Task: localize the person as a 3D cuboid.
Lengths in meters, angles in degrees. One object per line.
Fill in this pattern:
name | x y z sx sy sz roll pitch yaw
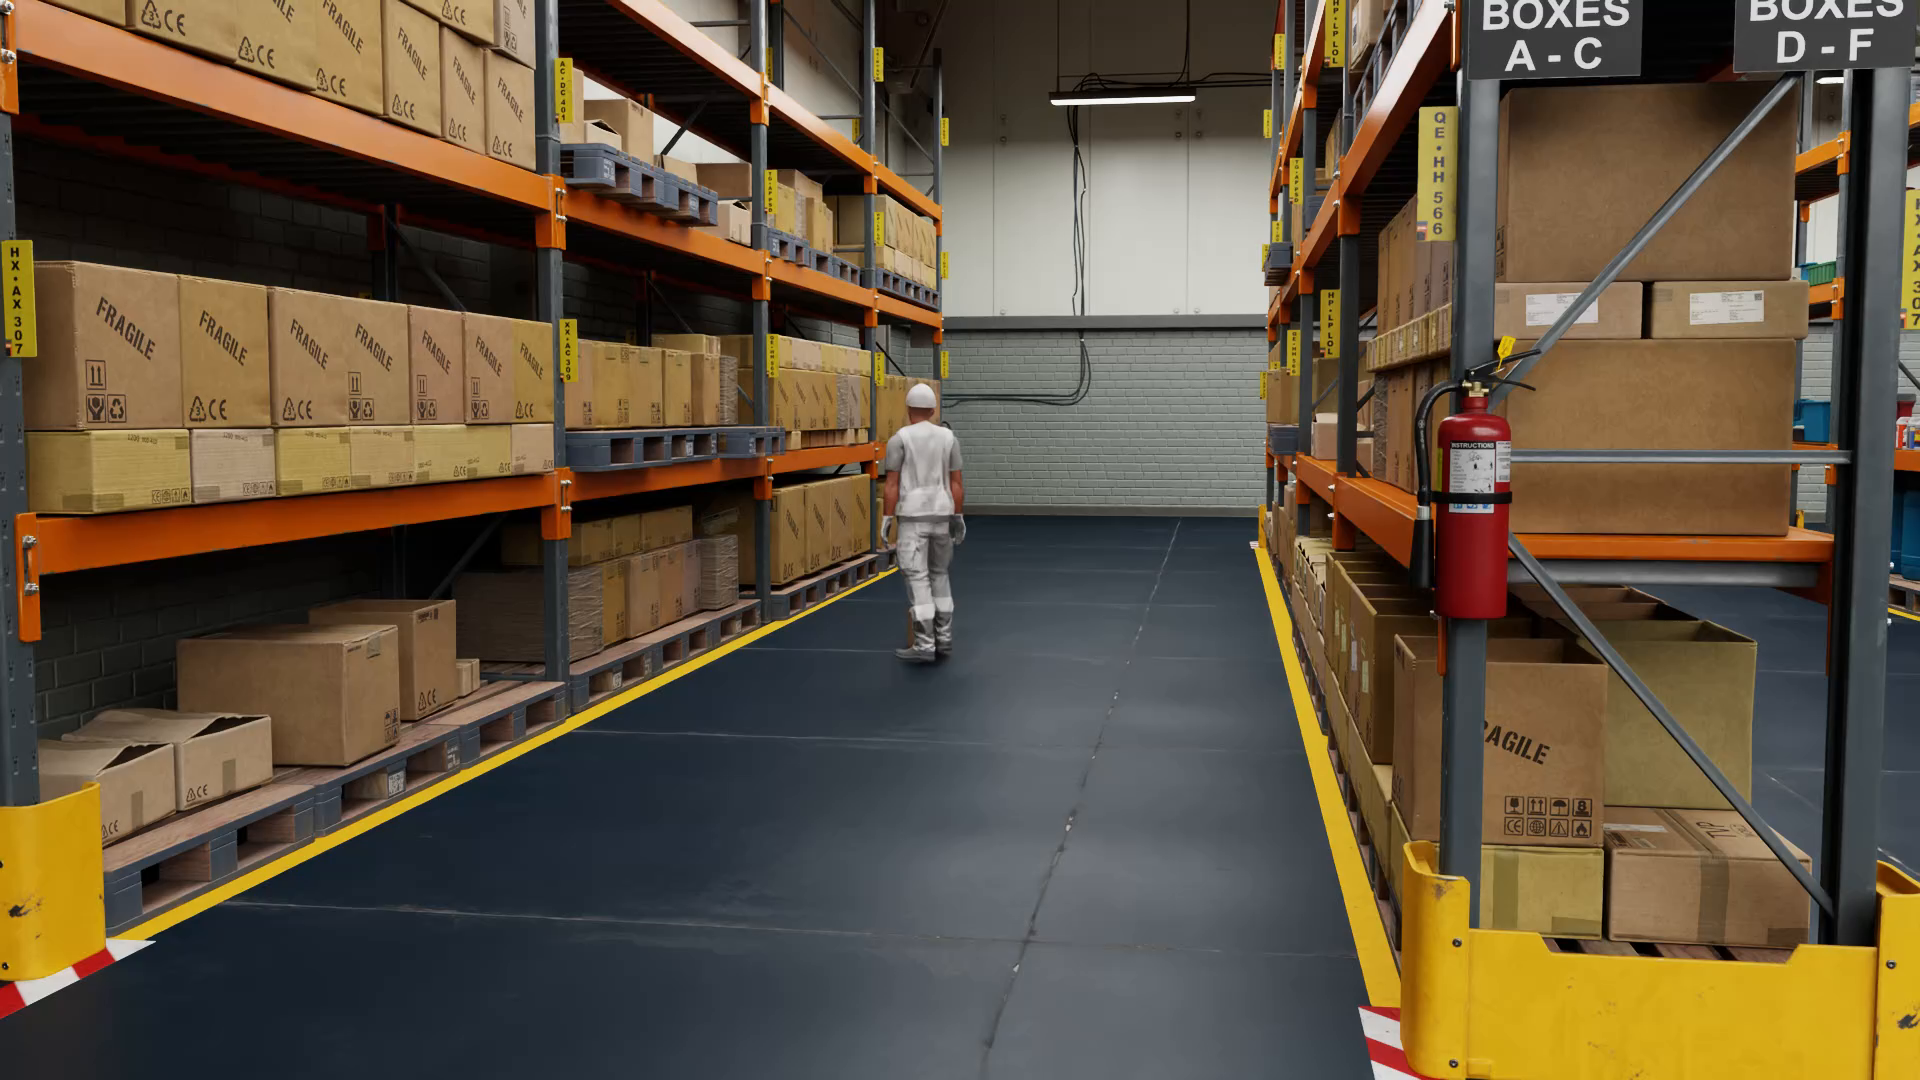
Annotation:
person | -0.266 -0.127 10.848 0.598 1.780 0.562 -3 5 -31
